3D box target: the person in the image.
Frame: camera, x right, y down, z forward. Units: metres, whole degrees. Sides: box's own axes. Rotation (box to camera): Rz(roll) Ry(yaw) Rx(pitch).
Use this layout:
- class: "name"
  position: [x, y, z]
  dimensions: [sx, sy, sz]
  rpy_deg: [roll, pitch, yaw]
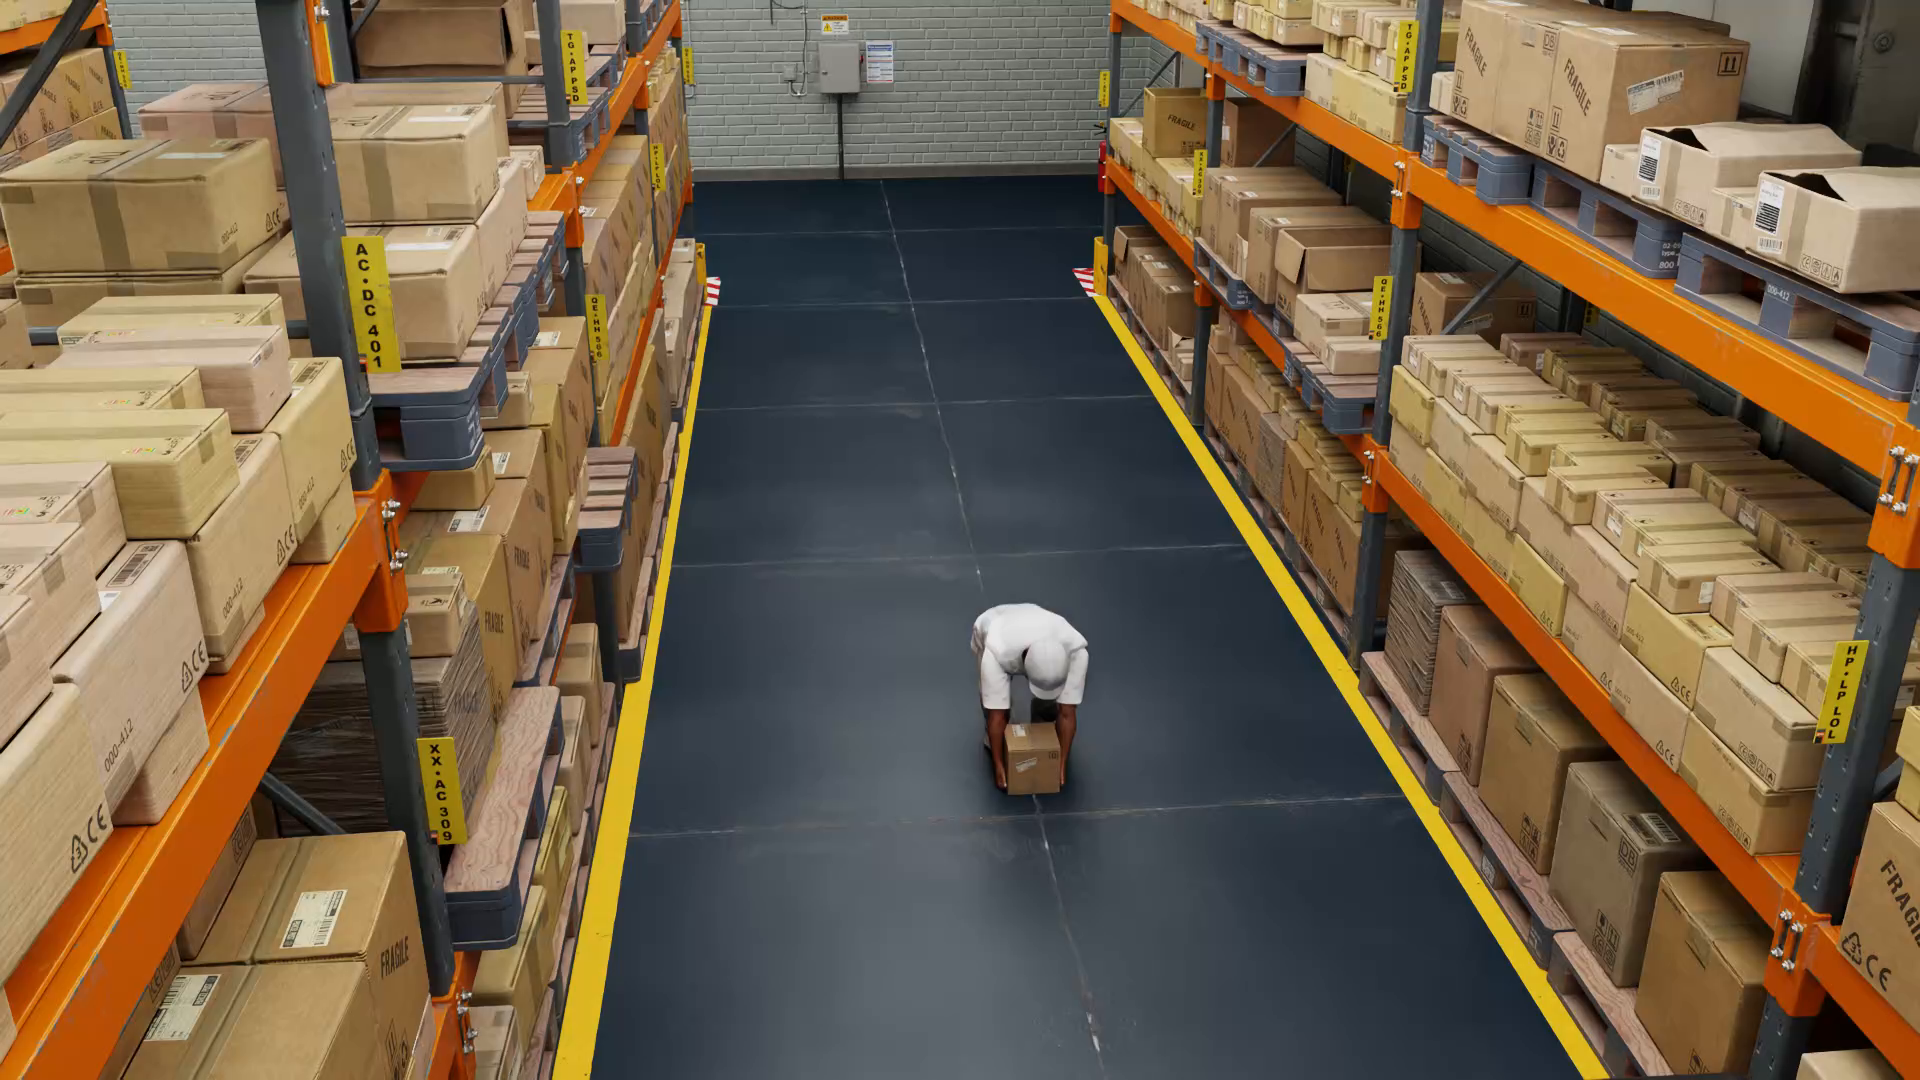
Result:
- class: "person"
  position: [0.346, 0.714, 8.207]
  dimensions: [0.531, 0.851, 0.947]
  rpy_deg: [-3, 24, -6]
